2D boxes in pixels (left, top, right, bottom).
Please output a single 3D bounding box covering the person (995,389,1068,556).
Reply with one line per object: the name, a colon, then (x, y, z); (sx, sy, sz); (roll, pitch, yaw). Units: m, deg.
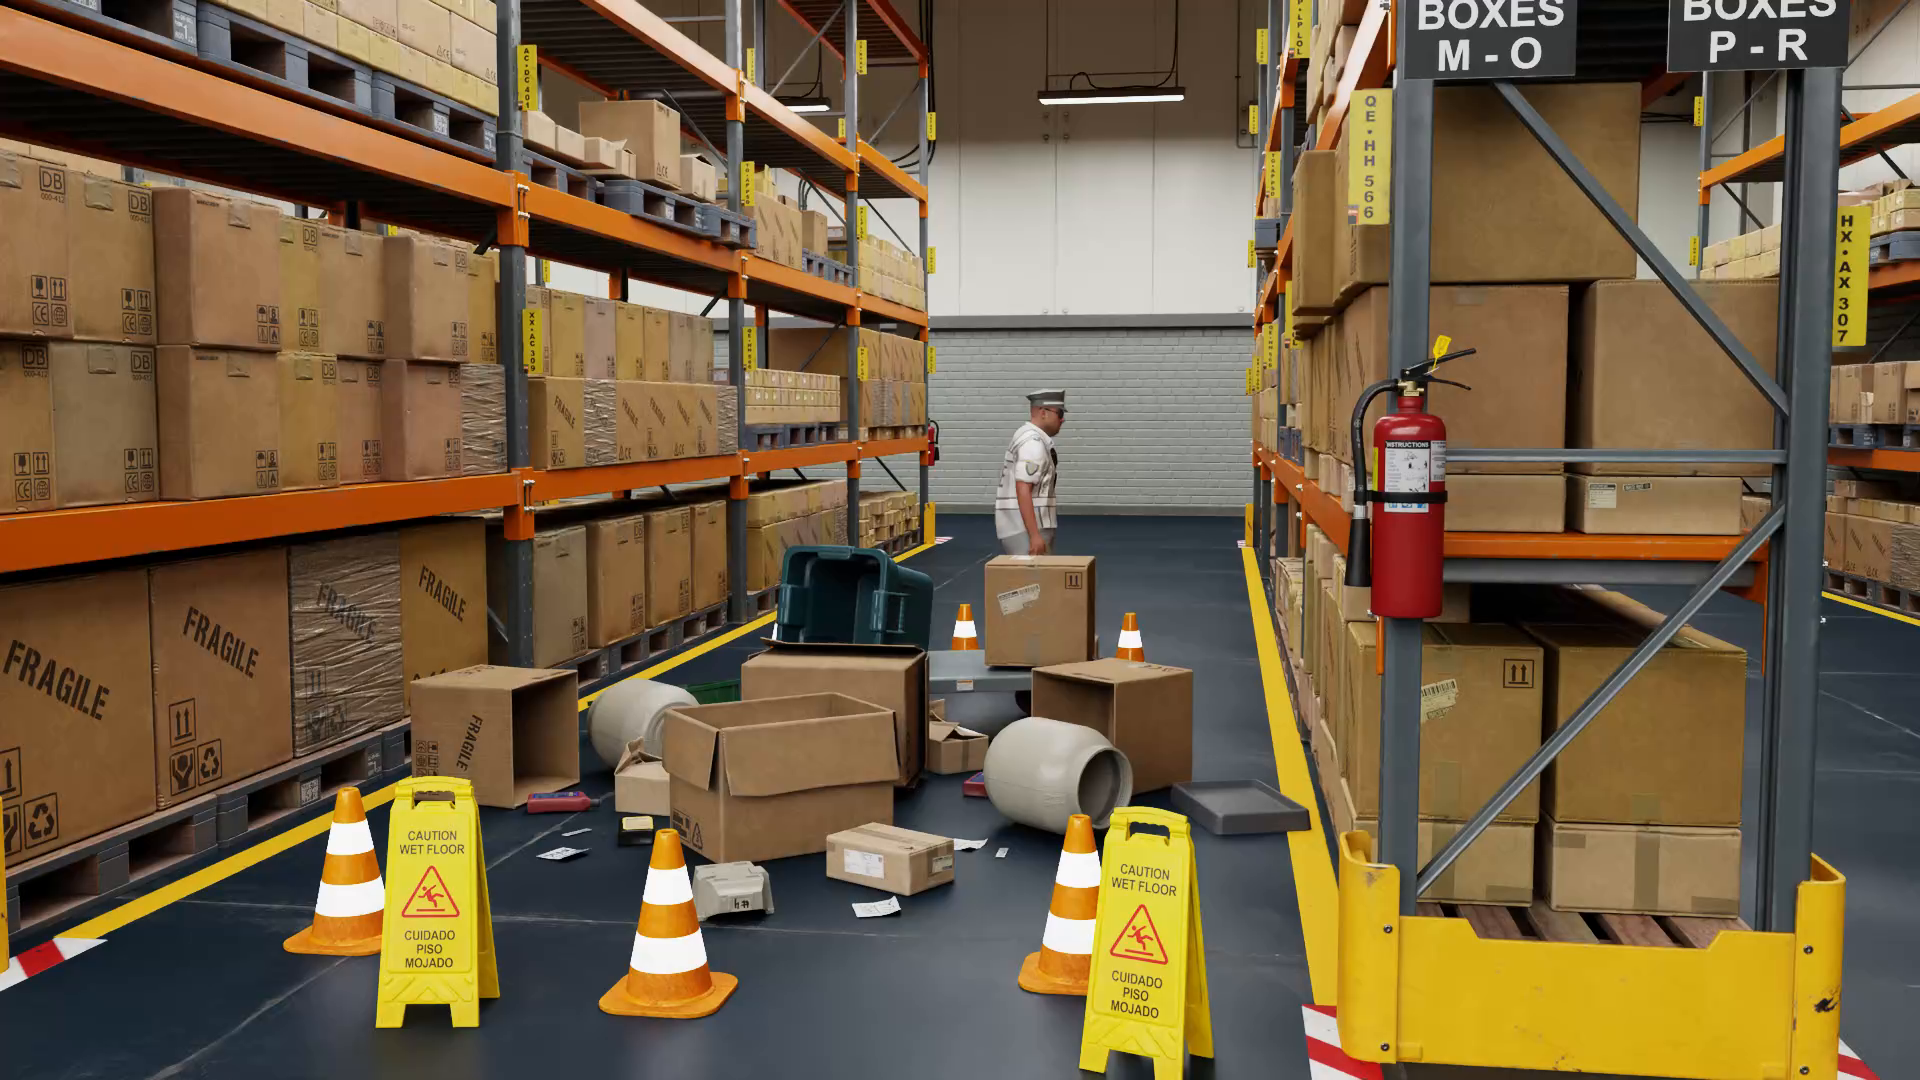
person: (0.435, -0.034, 10.029); (0.443, 1.746, 0.590); (0, 4, 6)
